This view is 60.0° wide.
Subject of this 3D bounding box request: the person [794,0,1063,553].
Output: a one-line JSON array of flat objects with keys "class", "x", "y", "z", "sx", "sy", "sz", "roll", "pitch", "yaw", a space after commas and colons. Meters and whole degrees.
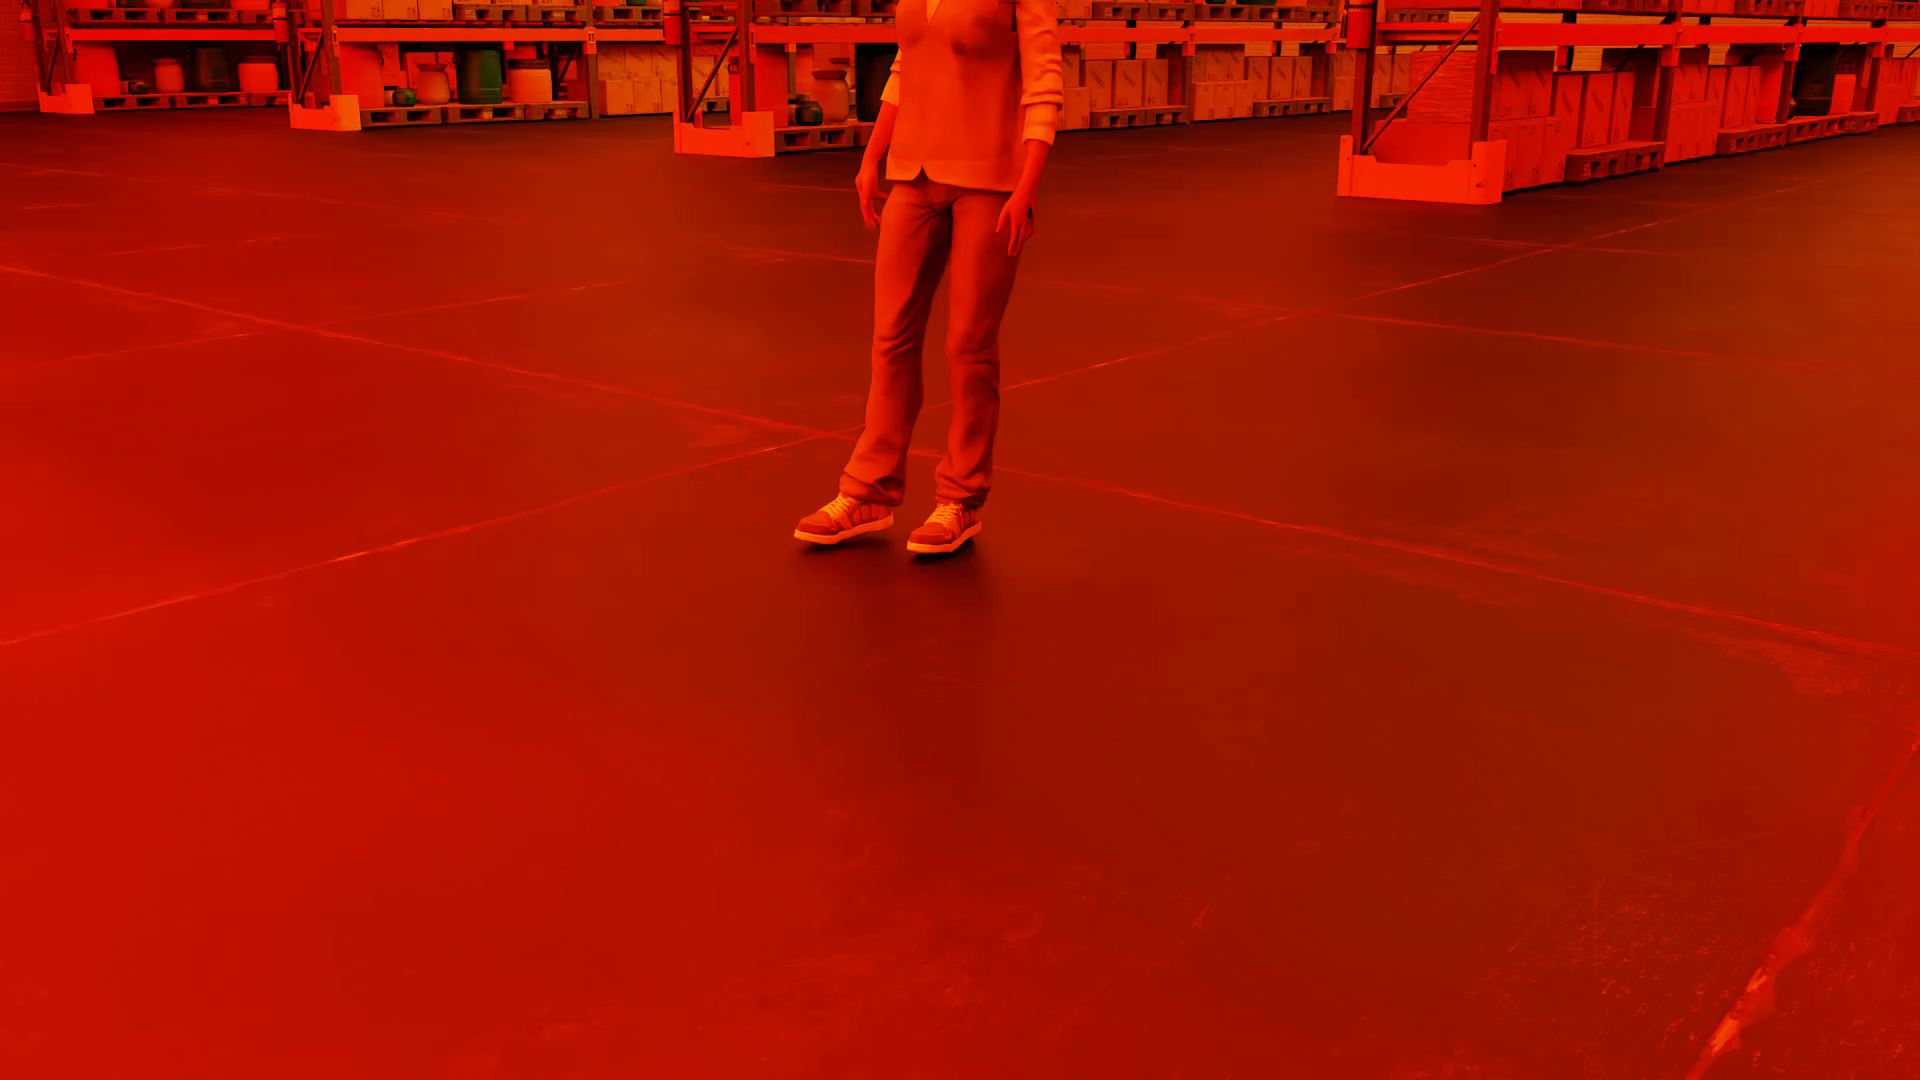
[{"class": "person", "x": -0.058, "y": -0.756, "z": 3.661, "sx": 0.521, "sy": 1.599, "sz": 0.473, "roll": 13, "pitch": 21, "yaw": 37}]
